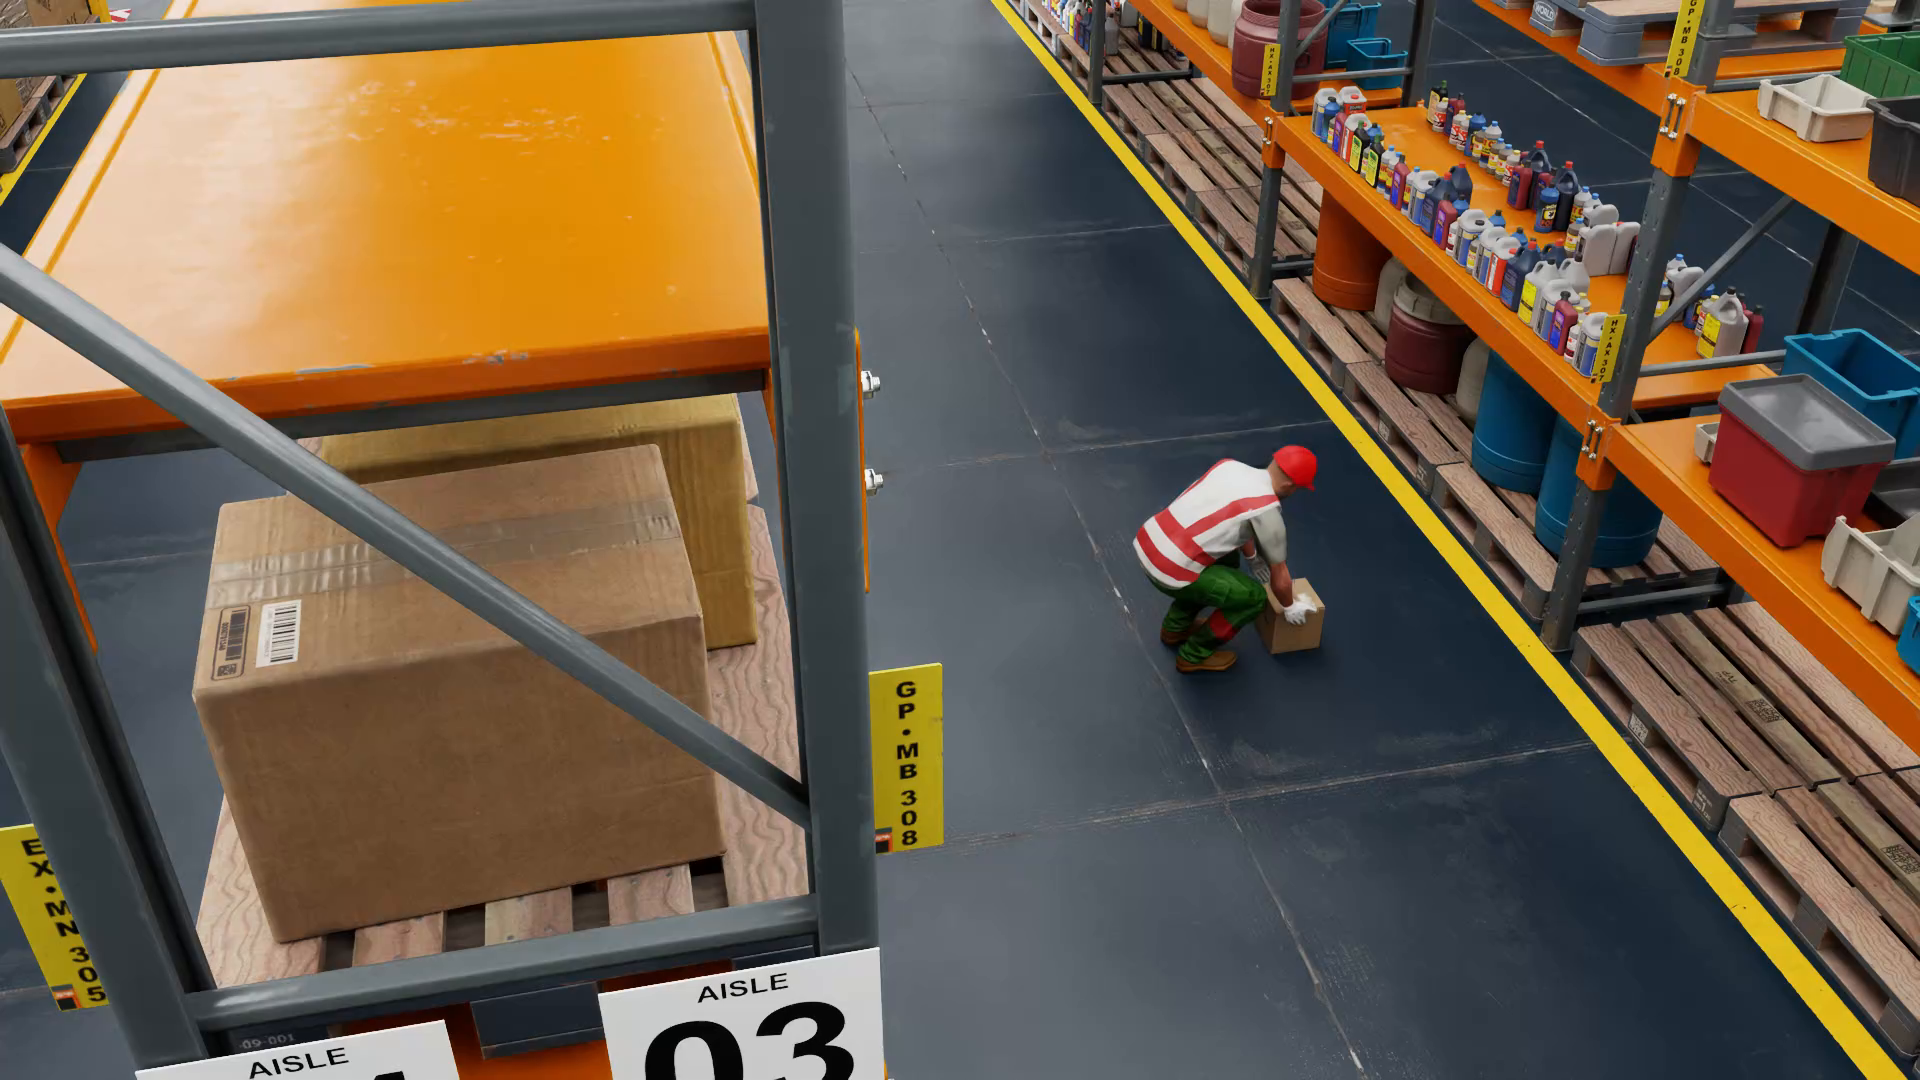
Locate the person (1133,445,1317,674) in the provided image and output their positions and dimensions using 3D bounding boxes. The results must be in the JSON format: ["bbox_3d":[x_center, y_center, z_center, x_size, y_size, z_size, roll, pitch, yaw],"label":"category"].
[{"bbox_3d":[1.245,0.066,7.889,0.870,1.065,0.579,-7,35,-11],"label":"person"}]
